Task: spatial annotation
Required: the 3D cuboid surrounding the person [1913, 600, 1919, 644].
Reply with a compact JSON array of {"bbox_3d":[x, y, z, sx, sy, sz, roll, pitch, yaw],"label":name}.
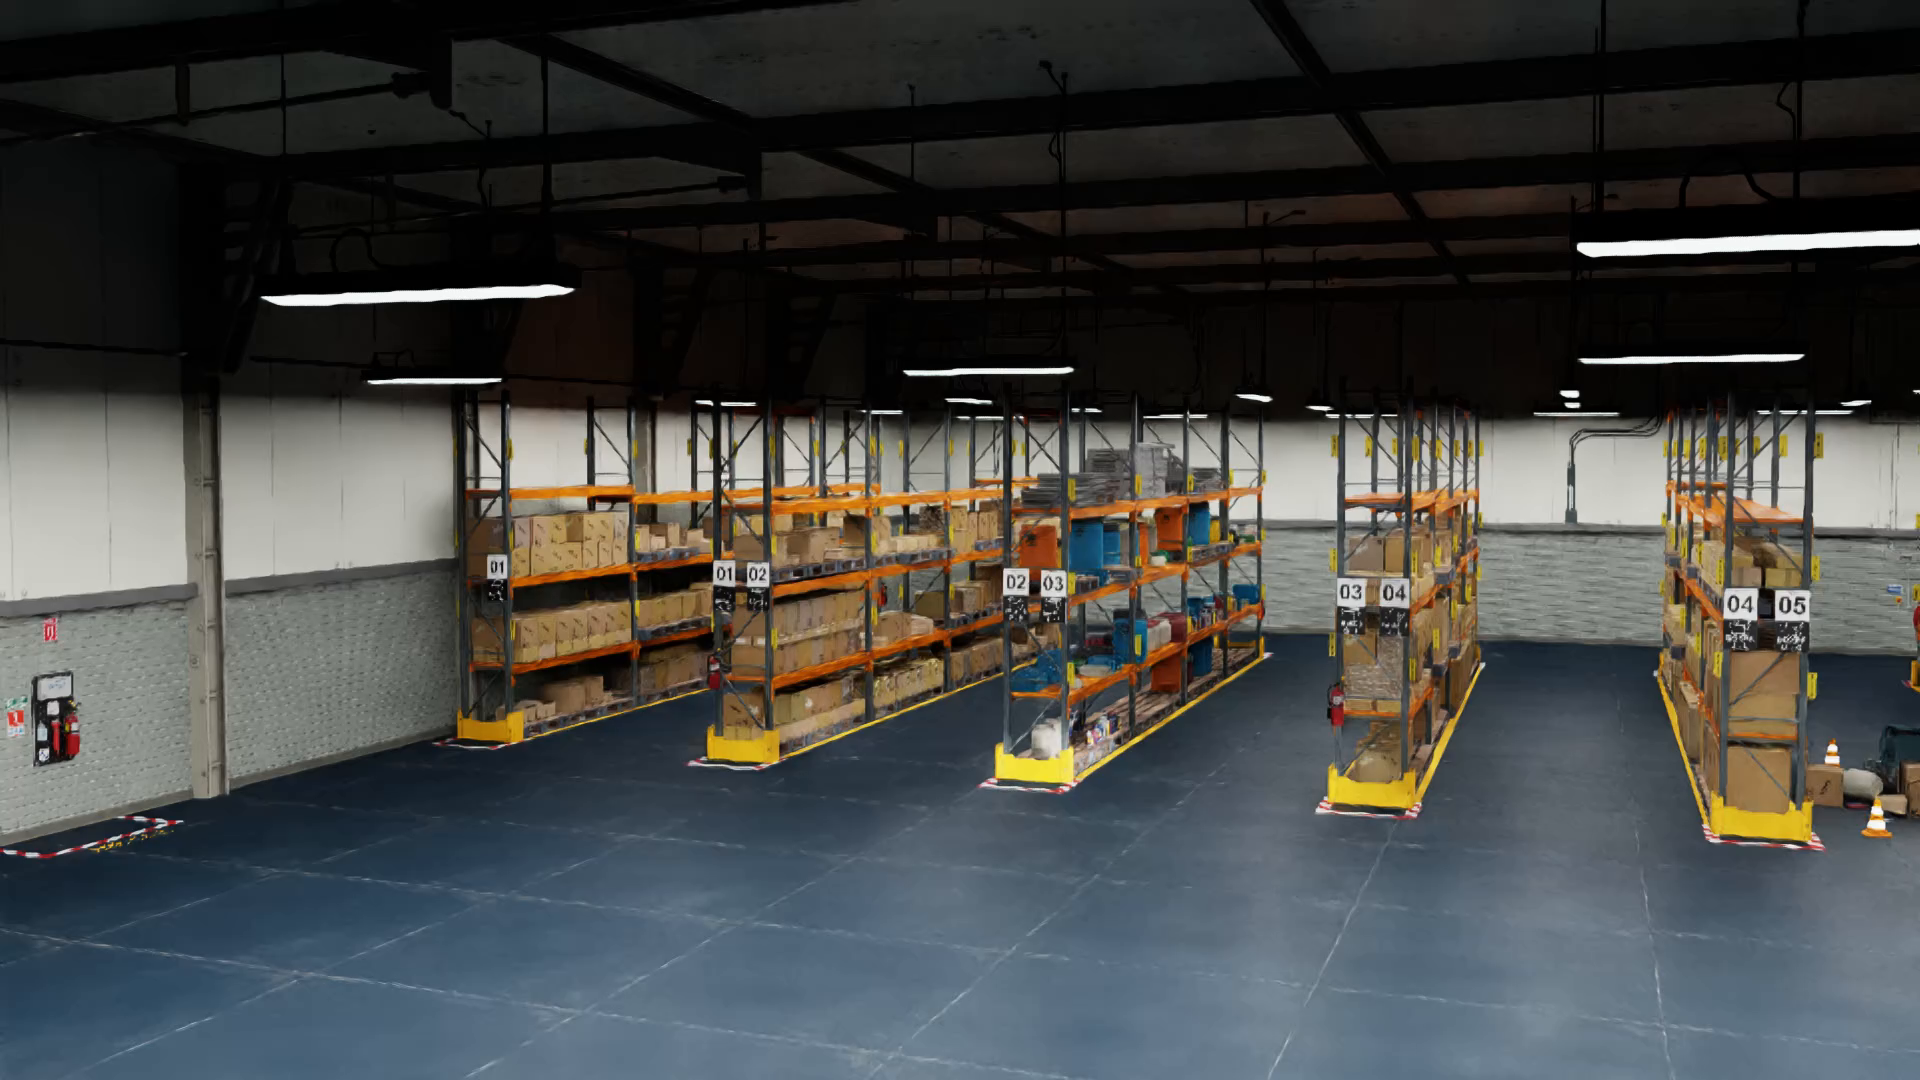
[{"bbox_3d":[21.653,2.084,37.208,0.491,1.718,0.706,-1,3,-13],"label":"person"}]
